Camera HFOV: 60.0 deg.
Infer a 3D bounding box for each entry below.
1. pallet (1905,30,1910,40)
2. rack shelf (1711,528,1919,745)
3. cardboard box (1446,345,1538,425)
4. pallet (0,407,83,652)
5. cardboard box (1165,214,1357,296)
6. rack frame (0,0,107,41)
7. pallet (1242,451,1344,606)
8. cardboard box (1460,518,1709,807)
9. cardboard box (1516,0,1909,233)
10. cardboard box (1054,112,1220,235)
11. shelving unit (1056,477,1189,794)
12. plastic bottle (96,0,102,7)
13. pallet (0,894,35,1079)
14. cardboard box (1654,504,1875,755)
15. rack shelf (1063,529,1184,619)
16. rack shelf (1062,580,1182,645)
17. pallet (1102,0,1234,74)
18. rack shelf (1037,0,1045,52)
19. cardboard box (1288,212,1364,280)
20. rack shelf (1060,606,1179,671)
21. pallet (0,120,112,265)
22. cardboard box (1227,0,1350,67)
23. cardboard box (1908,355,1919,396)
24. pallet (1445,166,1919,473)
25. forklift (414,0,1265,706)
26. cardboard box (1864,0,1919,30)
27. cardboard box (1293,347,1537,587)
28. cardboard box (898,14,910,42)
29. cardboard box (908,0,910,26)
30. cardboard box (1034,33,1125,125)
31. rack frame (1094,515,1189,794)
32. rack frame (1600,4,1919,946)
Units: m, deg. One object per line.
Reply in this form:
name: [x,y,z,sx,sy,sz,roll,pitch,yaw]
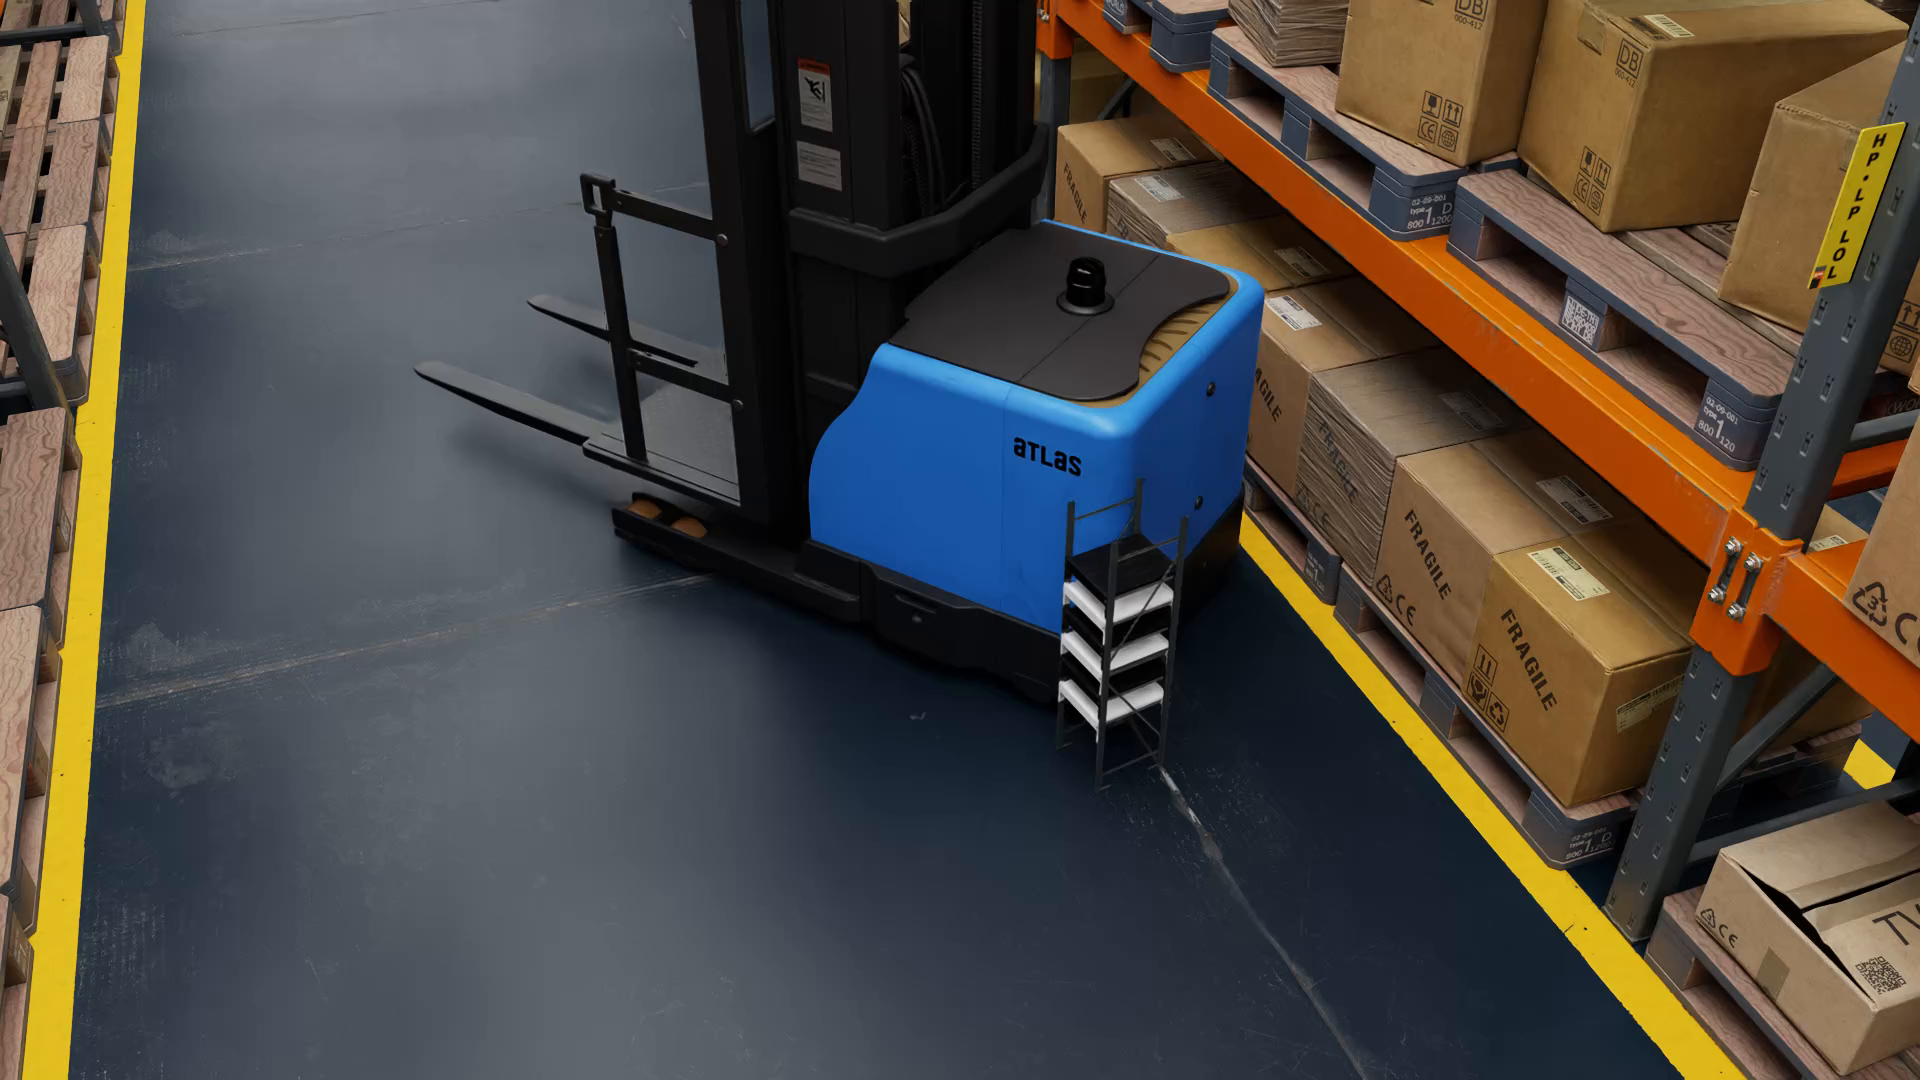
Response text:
pallet: [5.206,-2.893,9.415,1.003,0.211,1.213,-12,39,-16]
rack shelf: [2.889,1.140,2.341,1.077,0.370,4.000,-12,39,-16]
cardboard box: [1.904,-0.361,5.448,0.500,0.500,0.500,-12,39,-15]
pallet: [-3.518,0.037,5.525,1.003,0.211,1.213,-12,39,-16]
cardboard box: [1.065,-0.819,6.056,0.500,0.500,0.500,-13,39,-17]
rack frame: [-5.205,-3.773,8.266,1.000,3.000,0.127,-12,39,-16]
pallet: [1.461,-0.305,5.980,1.003,0.211,1.213,-12,39,-16]
cardboard box: [1.761,0.326,4.536,0.500,0.500,0.500,-13,39,-16]
cardboard box: [1.951,-1.174,4.384,0.700,0.500,0.500,-7,37,-9]
cardboard box: [0.712,-1.398,6.825,0.500,0.500,0.500,-11,38,-14]
shelving unit: [0.440,0.279,4.631,0.258,0.900,0.210,-19,41,-24]
plastic bottle: [-4.903,-3.130,9.314,0.097,0.271,0.097,0,37,0]
pallet: [-2.678,1.415,3.695,1.003,0.211,1.213,-12,39,-16]
cardboard box: [2.263,0.222,4.674,0.500,0.500,0.500,-14,39,-18]
rack shelf: [0.440,0.090,4.489,0.258,0.077,0.200,-19,41,-24]
rack shelf: [0.440,0.162,4.543,0.258,0.077,0.200,-19,41,-24]
pallet: [1.123,-2.092,6.194,1.213,0.211,1.003,-12,39,-16]
rack shelf: [0.136,-3.379,8.341,1.077,0.370,4.000,-12,39,-16]
cardboard box: [1.544,-0.942,6.219,0.500,0.500,0.500,-14,39,-18]
rack shelf: [0.440,0.234,4.597,0.258,0.077,0.200,-19,41,-24]
pallet: [-4.474,-1.533,7.610,1.003,0.211,1.213,-12,39,-16]
cardboard box: [1.282,-1.856,5.289,0.700,0.500,0.500,-6,37,-7]
cardboard box: [2.098,-0.392,2.863,0.500,0.500,0.500,-11,38,-15]
pallet: [2.028,-0.675,4.312,1.003,0.211,1.213,-12,39,-16]
forklift: [-0.587,-1.330,5.080,3.031,2.935,1.130,20,41,25]
cardboard box: [5.177,-3.138,9.135,0.700,0.500,0.500,-12,39,-15]
cardboard box: [1.427,-0.238,5.285,0.500,0.500,0.500,-12,39,-15]
cardboard box: [-0.117,-2.718,8.802,0.500,0.250,0.500,-12,39,-15]
cardboard box: [0.056,-2.653,8.250,0.500,0.311,0.500,-13,39,-16]
cardboard box: [0.412,-2.075,7.482,0.500,0.311,0.500,-11,38,-15]
rack frame: [0.491,0.332,4.561,0.240,0.900,0.006,-19,41,-24]
rack frame: [2.200,-0.277,3.625,1.000,3.000,0.127,-12,39,-16]
